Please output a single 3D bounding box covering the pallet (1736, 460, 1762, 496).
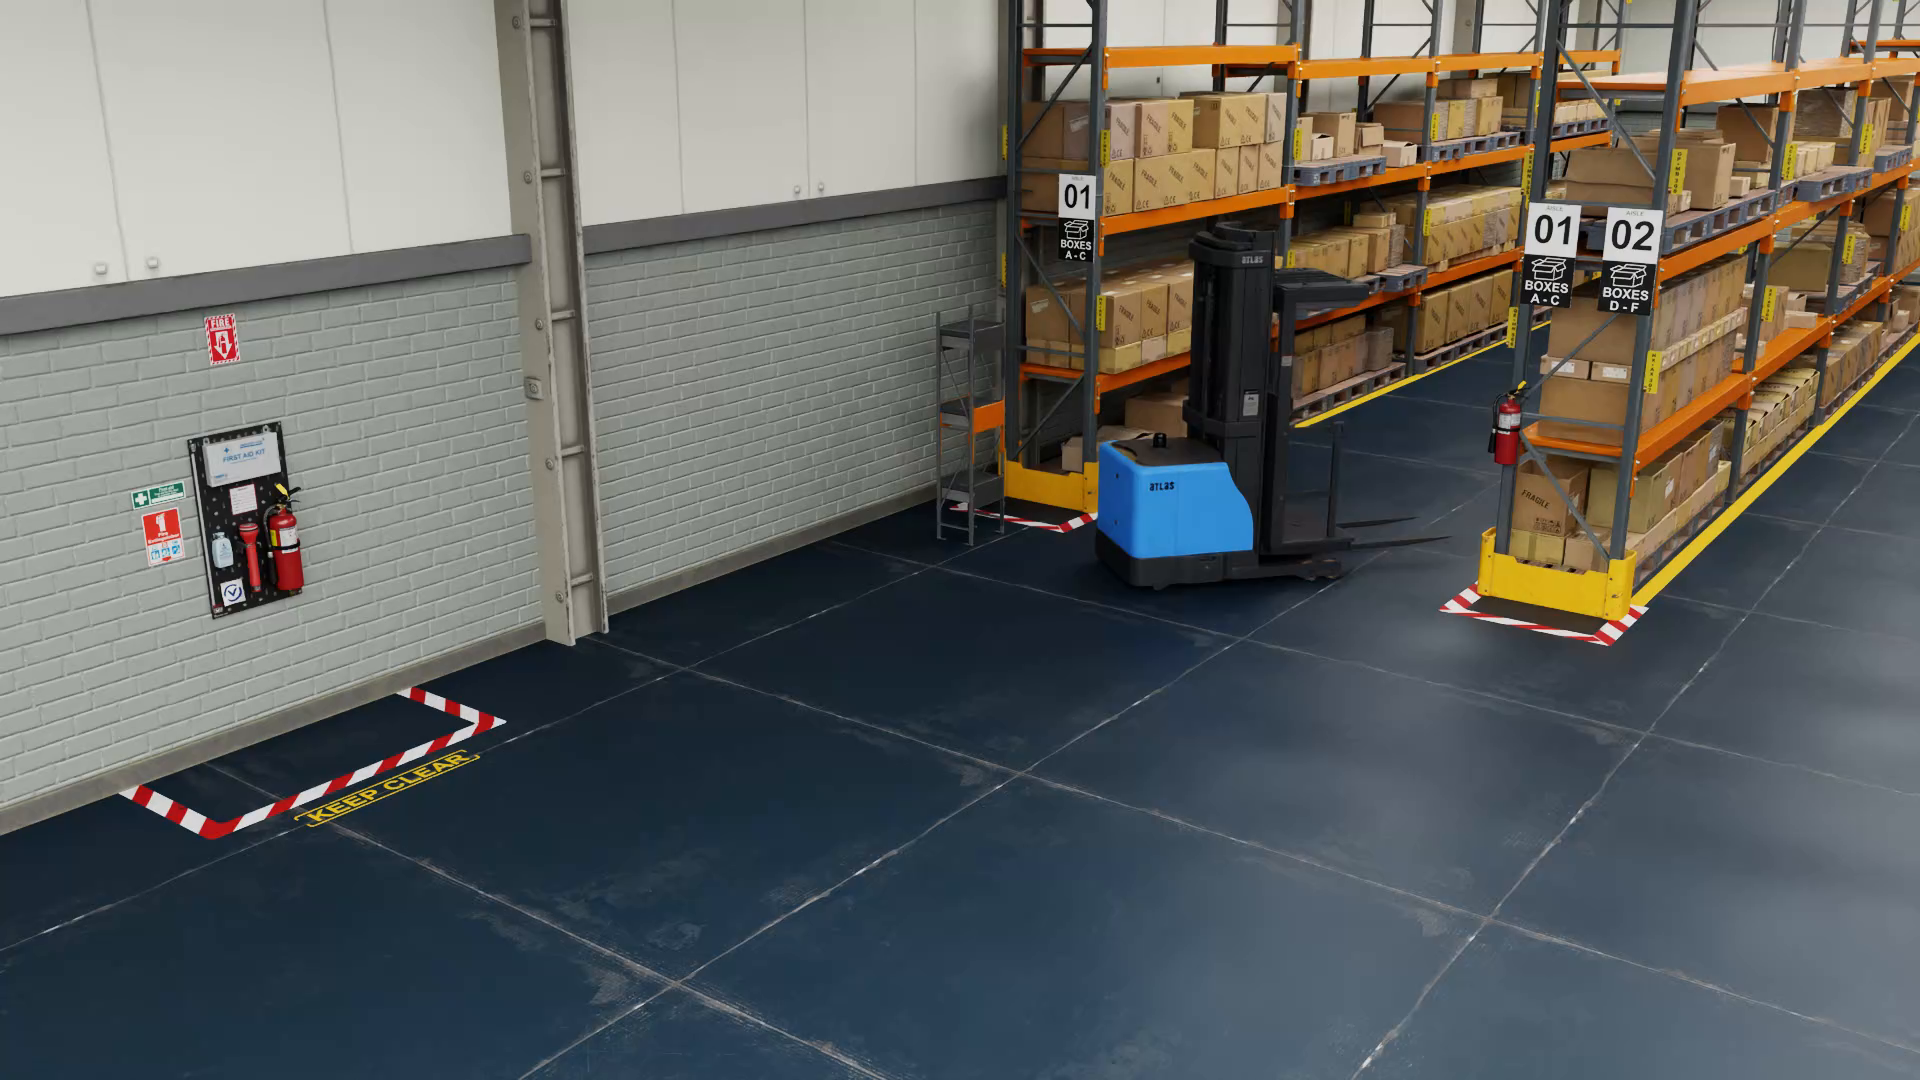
[{"bbox_3d":[7.653,-0.738,17.270,1.003,0.211,1.213,12,21,35],"label":"pallet"}]

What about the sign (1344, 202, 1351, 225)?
[{"bbox_3d":[5.201,-4.365,22.294,0.100,0.325,0.005,12,21,35],"label":"sign"}]

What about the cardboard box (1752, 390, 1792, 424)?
[{"bbox_3d":[8.607,-1.463,17.886,0.500,0.311,0.500,13,22,36],"label":"cardboard box"}]

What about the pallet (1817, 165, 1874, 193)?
[{"bbox_3d":[9.296,-4.005,18.349,1.213,0.211,1.003,14,22,37],"label":"pallet"}]

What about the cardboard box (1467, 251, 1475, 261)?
[{"bbox_3d":[7.098,-4.070,23.688,0.380,0.149,0.250,13,22,36],"label":"cardboard box"}]

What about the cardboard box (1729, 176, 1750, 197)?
[{"bbox_3d":[6.747,-3.131,14.698,0.380,0.149,0.250,12,21,35],"label":"cardboard box"}]

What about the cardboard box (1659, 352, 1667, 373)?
[{"bbox_3d":[5.574,-1.470,13.663,0.380,0.149,0.250,13,21,35],"label":"cardboard box"}]

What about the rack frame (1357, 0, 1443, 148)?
[{"bbox_3d":[5.649,-6.579,21.263,1.000,3.000,0.127,12,21,35],"label":"rack frame"}]

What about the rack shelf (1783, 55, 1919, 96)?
[{"bbox_3d":[10.821,-5.647,20.147,1.077,0.370,4.000,12,21,35],"label":"rack shelf"}]

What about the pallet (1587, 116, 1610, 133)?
[{"bbox_3d":[9.982,-6.831,27.282,1.003,0.211,1.213,12,21,35],"label":"pallet"}]

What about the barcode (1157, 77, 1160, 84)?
[{"bbox_3d":[2.092,-4.846,17.537,0.001,0.075,0.075,12,21,35],"label":"barcode"}]

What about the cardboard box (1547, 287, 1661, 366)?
[{"bbox_3d":[5.182,-1.723,13.385,0.700,0.500,0.500,13,21,35],"label":"cardboard box"}]

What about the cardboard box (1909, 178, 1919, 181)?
[{"bbox_3d":[14.351,-5.116,24.812,0.500,0.500,0.500,12,21,34],"label":"cardboard box"}]

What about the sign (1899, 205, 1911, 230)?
[{"bbox_3d":[12.460,-4.248,21.920,0.100,0.325,0.005,12,21,35],"label":"sign"}]

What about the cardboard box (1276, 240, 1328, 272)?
[{"bbox_3d":[3.935,-3.266,19.800,0.700,0.500,0.500,15,23,40],"label":"cardboard box"}]

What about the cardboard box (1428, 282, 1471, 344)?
[{"bbox_3d":[6.719,-3.248,23.567,0.750,0.750,0.750,12,21,34],"label":"cardboard box"}]

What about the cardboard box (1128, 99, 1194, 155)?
[{"bbox_3d":[1.942,-4.060,16.319,0.500,0.500,0.500,13,22,36],"label":"cardboard box"}]

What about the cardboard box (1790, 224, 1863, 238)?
[{"bbox_3d":[11.192,-3.793,21.528,0.500,0.500,0.700,-16,23,-42],"label":"cardboard box"}]

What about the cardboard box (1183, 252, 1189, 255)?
[{"bbox_3d":[2.817,-2.983,18.751,0.500,0.500,0.500,12,21,33],"label":"cardboard box"}]

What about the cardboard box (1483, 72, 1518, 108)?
[{"bbox_3d":[8.261,-6.842,25.278,0.500,0.500,0.500,12,21,34],"label":"cardboard box"}]

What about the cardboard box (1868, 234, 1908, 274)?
[{"bbox_3d":[12.535,-3.914,22.626,0.500,0.500,0.500,13,22,36],"label":"cardboard box"}]

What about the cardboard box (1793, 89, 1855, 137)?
[{"bbox_3d":[9.894,-4.900,19.060,0.500,0.500,0.500,12,21,35],"label":"cardboard box"}]

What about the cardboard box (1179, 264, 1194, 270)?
[{"bbox_3d":[2.630,-2.652,17.688,0.500,0.500,0.500,12,21,33],"label":"cardboard box"}]

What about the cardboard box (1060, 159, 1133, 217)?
[{"bbox_3d":[1.282,-3.334,15.669,0.500,0.500,0.500,13,22,36],"label":"cardboard box"}]

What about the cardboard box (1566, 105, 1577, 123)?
[{"bbox_3d":[9.270,-6.637,25.881,0.500,0.250,0.500,12,21,33],"label":"cardboard box"}]

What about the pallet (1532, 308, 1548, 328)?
[{"bbox_3d":[8.548,-3.503,26.173,1.003,0.211,1.213,12,21,35],"label":"pallet"}]

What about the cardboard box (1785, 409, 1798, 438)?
[{"bbox_3d":[8.905,-1.316,18.359,0.500,0.250,0.500,13,21,36],"label":"cardboard box"}]

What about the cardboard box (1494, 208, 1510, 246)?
[{"bbox_3d":[7.663,-4.589,24.264,0.500,0.500,0.500,13,21,35],"label":"cardboard box"}]

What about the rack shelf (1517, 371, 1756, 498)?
[{"bbox_3d":[6.054,-1.067,14.842,1.077,0.370,4.000,12,21,35],"label":"rack shelf"}]

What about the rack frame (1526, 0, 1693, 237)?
[{"bbox_3d":[4.862,-3.799,12.311,1.000,3.000,0.127,12,21,35],"label":"rack frame"}]

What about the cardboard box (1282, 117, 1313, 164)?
[{"bbox_3d":[3.655,-4.558,18.937,0.500,0.500,0.500,16,24,42],"label":"cardboard box"}]

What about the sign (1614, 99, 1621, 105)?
[{"bbox_3d":[10.843,-7.338,27.405,0.100,0.325,0.005,12,21,35],"label":"sign"}]

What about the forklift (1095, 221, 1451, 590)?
[{"bbox_3d":[2.764,-1.202,14.178,3.031,2.935,1.130,-4,18,-14],"label":"forklift"}]

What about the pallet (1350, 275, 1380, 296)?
[{"bbox_3d":[4.502,-3.144,20.640,1.003,0.211,1.213,12,21,35],"label":"pallet"}]

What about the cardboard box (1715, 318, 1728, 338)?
[{"bbox_3d":[6.797,-1.958,15.235,0.380,0.149,0.250,12,21,35],"label":"cardboard box"}]

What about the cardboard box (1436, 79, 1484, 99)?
[{"bbox_3d":[7.085,-6.395,23.552,0.500,0.250,0.500,12,21,33],"label":"cardboard box"}]

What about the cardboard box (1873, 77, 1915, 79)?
[{"bbox_3d":[13.152,-6.233,23.351,0.700,0.500,0.500,12,21,35],"label":"cardboard box"}]

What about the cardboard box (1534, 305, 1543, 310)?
[{"bbox_3d":[8.862,-3.953,26.428,0.700,0.500,0.500,12,21,34],"label":"cardboard box"}]

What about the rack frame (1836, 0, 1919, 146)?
[{"bbox_3d":[12.012,-6.658,21.515,1.000,3.000,0.127,12,21,35],"label":"rack frame"}]

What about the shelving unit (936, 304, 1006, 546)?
[{"bbox_3d":[0.099,-1.042,15.066,0.431,2.100,0.503,12,21,35],"label":"shelving unit"}]

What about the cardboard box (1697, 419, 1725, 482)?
[{"bbox_3d":[6.838,-0.867,15.646,0.500,0.500,0.500,12,21,35],"label":"cardboard box"}]

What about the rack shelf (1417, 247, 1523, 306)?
[{"bbox_3d":[6.840,-3.847,23.793,1.077,0.370,4.000,12,21,35],"label":"rack shelf"}]

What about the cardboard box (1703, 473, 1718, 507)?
[{"bbox_3d":[6.839,-0.508,15.757,0.500,0.250,0.500,12,21,35],"label":"cardboard box"}]

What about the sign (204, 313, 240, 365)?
[{"bbox_3d":[-4.559,-1.240,10.277,0.001,0.298,0.199,12,21,35],"label":"sign"}]

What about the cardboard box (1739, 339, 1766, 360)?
[{"bbox_3d":[7.938,-1.942,16.869,0.380,0.149,0.250,12,21,35],"label":"cardboard box"}]

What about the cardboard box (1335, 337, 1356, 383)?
[{"bbox_3d":[4.588,-2.324,21.150,0.700,0.500,0.500,12,21,34],"label":"cardboard box"}]

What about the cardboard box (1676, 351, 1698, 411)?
[{"bbox_3d":[6.071,-1.460,14.726,0.700,0.500,0.500,13,22,36],"label":"cardboard box"}]

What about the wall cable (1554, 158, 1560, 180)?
[{"bbox_3d":[10.418,-6.577,29.658,0.084,1.984,1.851,12,21,35],"label":"wall cable"}]

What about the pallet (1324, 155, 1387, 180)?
[{"bbox_3d":[4.334,-4.480,19.878,1.213,0.211,1.003,12,21,35],"label":"pallet"}]

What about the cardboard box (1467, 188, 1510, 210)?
[{"bbox_3d":[7.647,-4.948,24.157,0.500,0.250,0.500,13,21,36],"label":"cardboard box"}]

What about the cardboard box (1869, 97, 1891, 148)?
[{"bbox_3d":[11.653,-5.414,21.524,0.600,0.600,0.600,10,20,30],"label":"cardboard box"}]

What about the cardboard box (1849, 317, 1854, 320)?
[{"bbox_3d":[12.571,-3.083,23.912,0.500,0.311,0.500,12,21,35],"label":"cardboard box"}]

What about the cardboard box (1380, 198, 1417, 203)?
[{"bbox_3d":[6.022,-4.548,22.870,0.500,0.250,0.500,12,21,33],"label":"cardboard box"}]

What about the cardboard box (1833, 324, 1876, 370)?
[{"bbox_3d":[11.647,-2.524,21.794,0.500,0.500,0.500,13,21,35],"label":"cardboard box"}]

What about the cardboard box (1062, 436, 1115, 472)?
[{"bbox_3d":[1.366,-0.884,16.830,0.500,0.311,0.500,10,20,29],"label":"cardboard box"}]
